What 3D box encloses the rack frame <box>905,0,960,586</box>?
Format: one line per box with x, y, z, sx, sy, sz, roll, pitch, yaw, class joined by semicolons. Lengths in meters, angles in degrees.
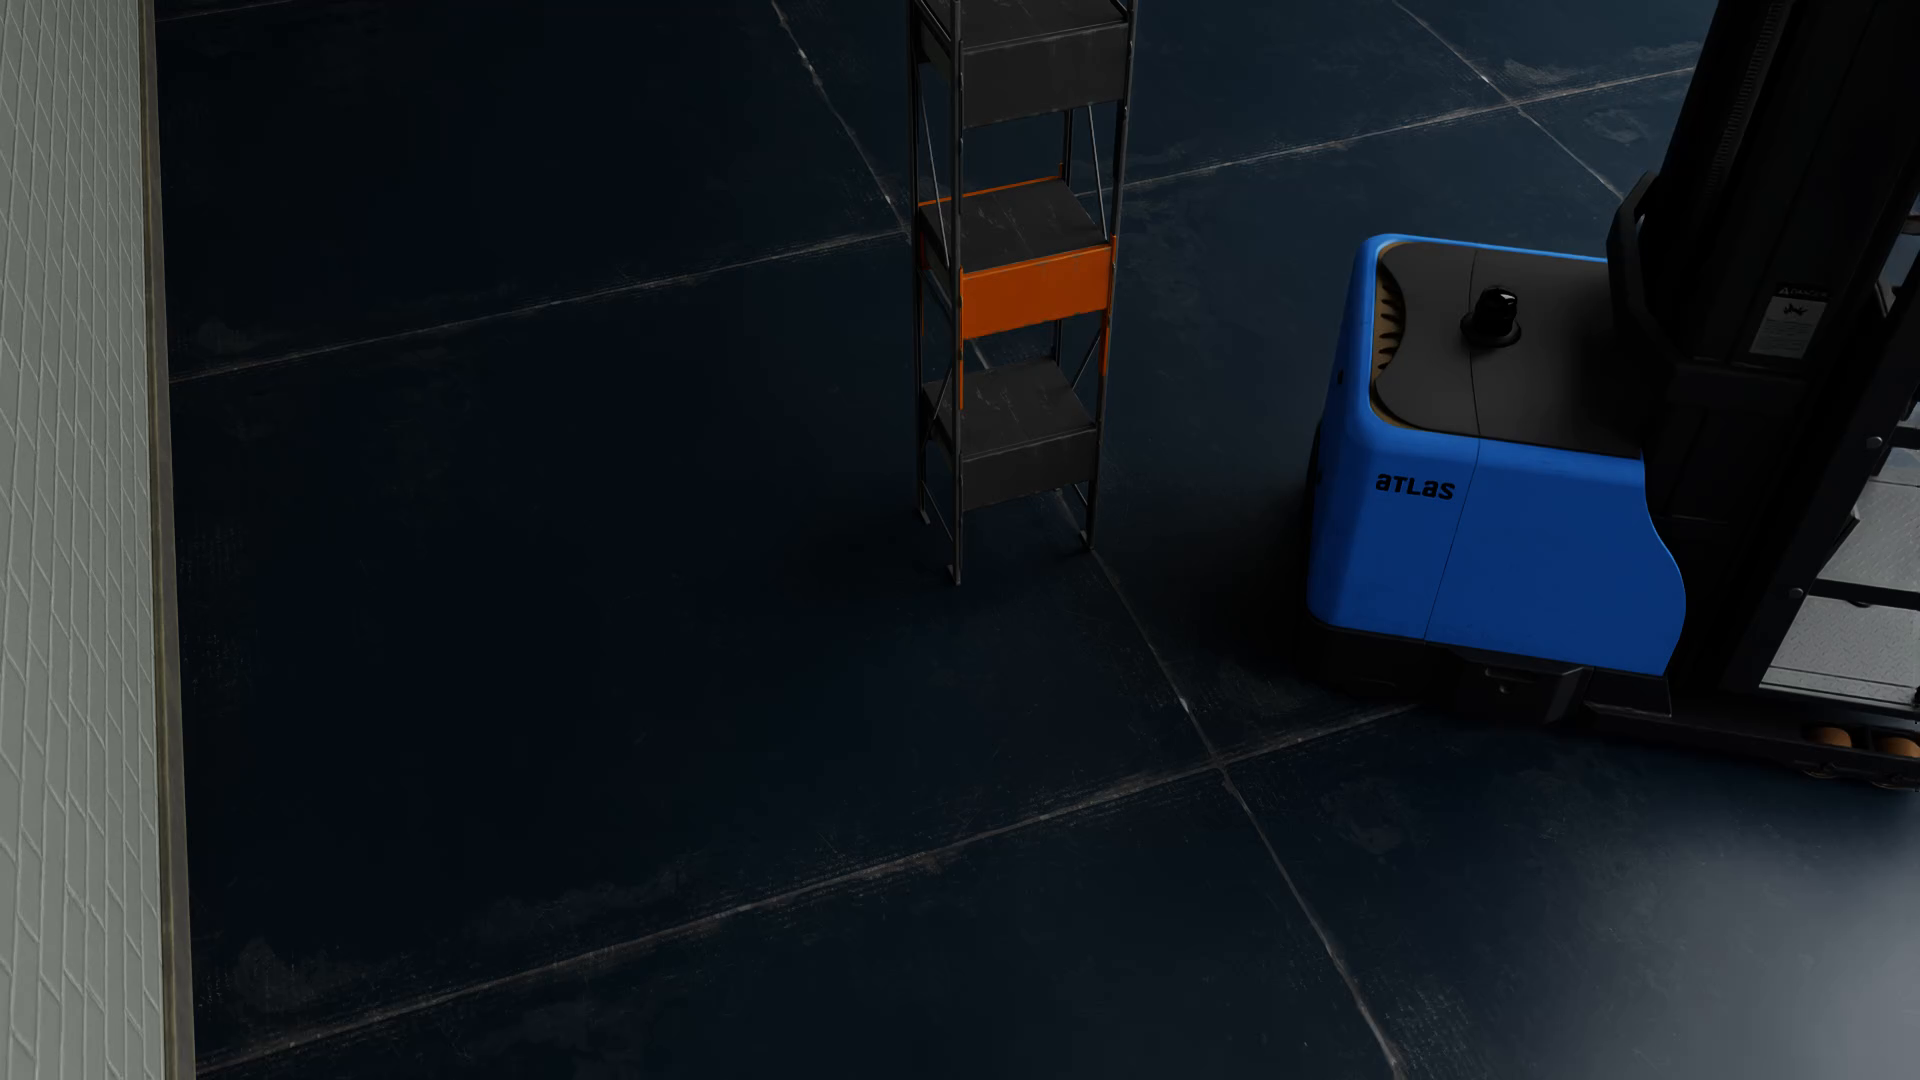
-0.074;-0.722;4.987;0.015;2.100;0.400;-14;47;-14;rack frame

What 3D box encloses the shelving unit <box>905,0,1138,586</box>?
0.156;-0.781;5.046;0.503;2.100;0.431;-14;47;-14;shelving unit

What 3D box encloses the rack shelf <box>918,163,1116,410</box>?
0.156;-0.771;5.056;0.480;0.518;0.431;-14;47;-14;rack shelf

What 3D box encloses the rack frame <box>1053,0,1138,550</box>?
0.385;-0.840;5.104;0.015;2.100;0.400;-14;47;-14;rack frame

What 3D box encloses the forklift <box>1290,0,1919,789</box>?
2.622;-0.700;4.378;3.031;2.935;1.130;8;46;8;forklift

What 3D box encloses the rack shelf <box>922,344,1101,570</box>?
0.156;-0.277;5.551;0.480;0.518;0.431;-14;47;-14;rack shelf

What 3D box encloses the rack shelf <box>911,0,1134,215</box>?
0.156;-1.266;4.560;0.480;0.518;0.431;-14;47;-14;rack shelf
